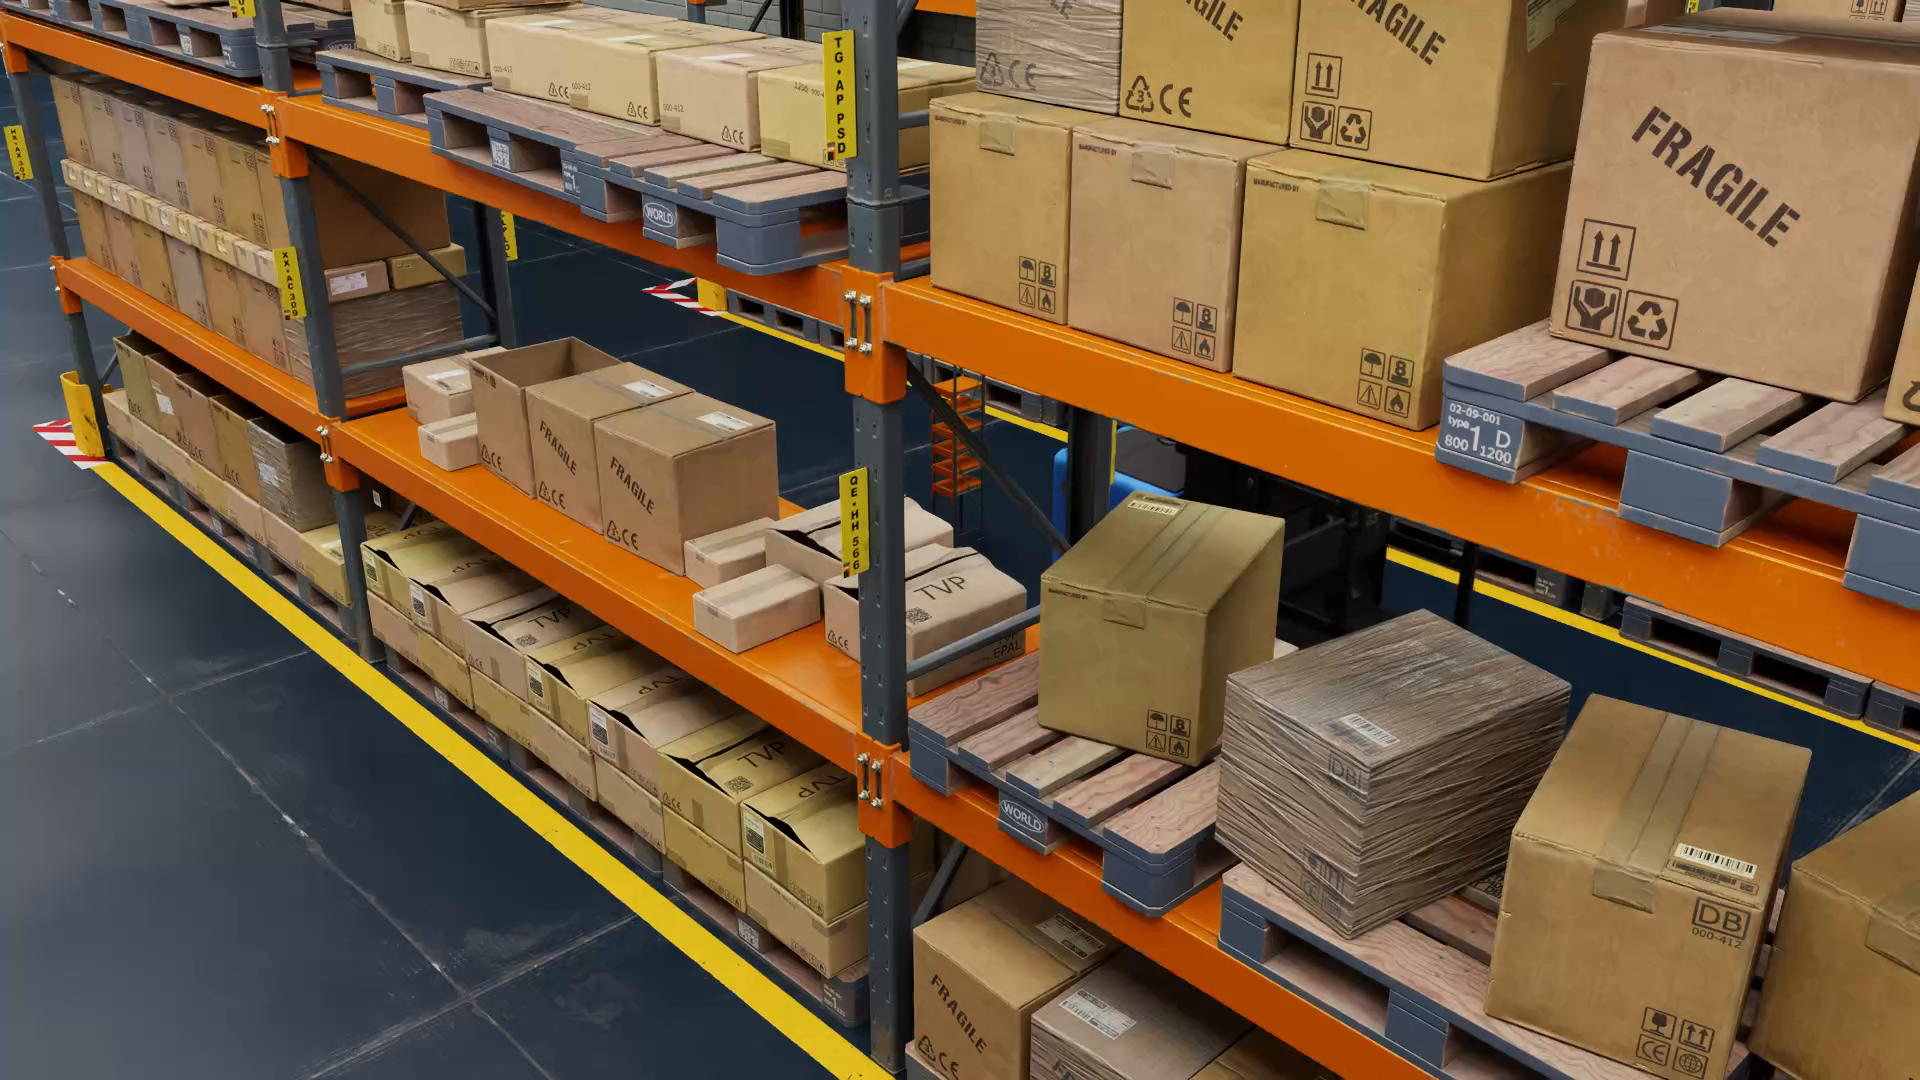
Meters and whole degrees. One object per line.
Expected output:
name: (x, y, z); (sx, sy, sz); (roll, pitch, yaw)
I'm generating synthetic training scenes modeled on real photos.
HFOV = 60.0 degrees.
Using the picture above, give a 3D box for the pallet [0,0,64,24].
pallet: (-4.907, -3.207, 9.658); (1.003, 0.211, 1.213); (-21, 32, -38)

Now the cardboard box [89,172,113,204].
cardboard box: (-4.909, -2.109, 9.857); (0.380, 0.149, 0.250); (-21, 32, -38)

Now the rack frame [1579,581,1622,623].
rack frame: (3.710, -1.086, 8.517); (1.000, 3.000, 0.127); (-21, 32, -38)

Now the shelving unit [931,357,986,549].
shelving unit: (-0.010, -0.550, 9.511); (0.258, 1.200, 0.189); (-21, 32, -38)

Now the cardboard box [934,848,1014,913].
cardboard box: (-0.047, 1.138, 6.449); (0.500, 0.250, 0.500); (-21, 32, -39)

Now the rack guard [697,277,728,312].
rack guard: (-1.706, -2.350, 14.299); (1.175, 0.500, 0.348); (-21, 32, -38)

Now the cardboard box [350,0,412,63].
cardboard box: (-2.224, -2.190, 6.997); (0.500, 0.250, 0.500); (-17, 30, -33)

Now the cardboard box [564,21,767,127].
cardboard box: (-1.009, -1.619, 5.746); (0.500, 0.250, 0.500); (-22, 32, -39)

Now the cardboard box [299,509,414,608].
cardboard box: (-3.114, 0.090, 8.747); (0.500, 0.250, 0.500); (-21, 32, -38)

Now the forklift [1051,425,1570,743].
forklift: (1.805, -0.475, 7.260); (1.130, 2.935, 3.031); (-21, 32, -38)

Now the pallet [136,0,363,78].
pallet: (-3.240, -2.467, 8.037); (1.003, 0.211, 1.213); (-21, 32, -38)

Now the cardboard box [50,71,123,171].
cardboard box: (-5.026, -2.578, 10.104); (0.700, 0.500, 0.500); (-21, 32, -38)

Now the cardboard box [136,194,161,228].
cardboard box: (-4.379, -1.875, 9.343); (0.380, 0.149, 0.250); (-22, 32, -39)

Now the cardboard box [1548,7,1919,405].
cardboard box: (1.626, -0.692, 3.291); (0.600, 0.600, 0.600); (22, 33, 40)

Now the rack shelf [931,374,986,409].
rack shelf: (-0.010, -0.837, 9.380); (0.258, 0.103, 0.180); (-21, 32, -38)

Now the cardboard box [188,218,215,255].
cardboard box: (-3.847, -1.639, 8.827); (0.380, 0.149, 0.250); (-20, 31, -37)

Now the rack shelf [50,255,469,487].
rack shelf: (-4.005, -1.171, 9.569); (1.077, 0.370, 4.000); (-21, 32, -38)

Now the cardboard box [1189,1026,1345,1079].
cardboard box: (0.900, 1.786, 4.702); (0.500, 0.500, 0.500); (-22, 32, -39)

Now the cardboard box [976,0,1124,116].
cardboard box: (0.390, -1.411, 4.290); (0.500, 0.500, 0.500); (-21, 32, -38)

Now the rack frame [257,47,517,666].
rack frame: (-2.638, -0.892, 8.091); (1.000, 3.000, 0.127); (-21, 32, -38)

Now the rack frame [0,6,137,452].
rack frame: (-5.372, -2.104, 10.747); (1.000, 3.000, 0.127); (-21, 32, -38)

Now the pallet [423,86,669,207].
pallet: (-1.199, -1.477, 5.987); (1.003, 0.211, 1.213); (-19, 31, -36)

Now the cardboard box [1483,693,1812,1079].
cardboard box: (1.578, 0.778, 3.805); (0.500, 0.500, 0.700); (15, 28, 29)

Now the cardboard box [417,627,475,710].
cardboard box: (-2.195, 0.516, 7.812); (0.500, 0.250, 0.500); (-20, 31, -37)

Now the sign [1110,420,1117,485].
sign: (0.486, -0.328, 5.554); (0.100, 0.325, 0.005); (-21, 32, -38)

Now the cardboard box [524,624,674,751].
cardboard box: (-1.485, 0.574, 7.009); (0.500, 0.311, 0.500); (-20, 31, -37)

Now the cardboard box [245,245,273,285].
cardboard box: (-3.328, -1.408, 8.321); (0.380, 0.149, 0.250); (-22, 33, -40)

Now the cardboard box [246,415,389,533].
cardboard box: (-3.448, -0.406, 8.930); (0.500, 0.500, 0.500); (-21, 32, -38)

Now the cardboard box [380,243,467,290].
cardboard box: (-2.680, -1.369, 8.235); (0.380, 0.149, 0.250); (-21, 32, -39)

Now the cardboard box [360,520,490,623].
cardboard box: (-2.537, 0.109, 8.029); (0.500, 0.311, 0.500); (-21, 32, -38)

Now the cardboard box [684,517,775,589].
cardboard box: (-0.817, 0.064, 6.299); (0.380, 0.149, 0.250); (-18, 30, -35)

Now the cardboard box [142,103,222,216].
cardboard box: (-3.975, -2.116, 9.092); (0.700, 0.500, 0.500); (-21, 32, -38)

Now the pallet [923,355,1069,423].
pallet: (0.491, -1.223, 12.177); (1.003, 0.211, 1.213); (-21, 32, -38)

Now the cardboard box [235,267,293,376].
cardboard box: (-3.311, -1.228, 8.707); (0.700, 0.500, 0.500); (-22, 32, -39)

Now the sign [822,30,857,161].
sign: (-0.315, -1.161, 4.349); (0.100, 0.325, 0.005); (-21, 32, -38)

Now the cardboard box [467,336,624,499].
cardboard box: (-1.765, -0.540, 7.200); (0.500, 0.500, 0.500); (-19, 30, -35)

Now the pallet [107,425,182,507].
pallet: (-4.818, -0.615, 10.844); (1.003, 0.211, 1.213); (-21, 32, -38)

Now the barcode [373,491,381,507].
barcode: (-2.767, -0.196, 7.891); (0.001, 0.075, 0.075); (-21, 32, -38)

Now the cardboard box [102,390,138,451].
cardboard box: (-5.168, -0.818, 10.736); (0.500, 0.250, 0.500); (-21, 32, -38)

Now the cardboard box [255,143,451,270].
cardboard box: (-2.946, -1.660, 8.092); (0.700, 0.500, 0.500); (-21, 32, -38)

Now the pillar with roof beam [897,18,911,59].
pillar with roof beam: (-3.791, -5.052, 9.981); (9.100, 9.000, 0.400); (-21, 32, -38)

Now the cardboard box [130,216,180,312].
cardboard box: (-4.364, -1.694, 9.730); (0.700, 0.500, 0.500); (-21, 32, -38)

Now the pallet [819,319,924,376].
pallet: (-0.347, -1.593, 12.987); (1.003, 0.211, 1.213); (-21, 32, -38)

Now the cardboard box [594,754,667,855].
cardboard box: (-1.138, 0.981, 6.792); (0.500, 0.250, 0.500); (-20, 31, -37)

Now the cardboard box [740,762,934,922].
cardboard box: (-0.442, 1.036, 5.996); (0.500, 0.311, 0.500); (-20, 31, -37)

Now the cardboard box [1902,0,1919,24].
cardboard box: (4.483, -2.421, 7.177); (0.500, 0.500, 0.700); (22, 32, 39)

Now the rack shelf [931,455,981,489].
rack shelf: (-0.010, -0.401, 9.579); (0.258, 0.103, 0.180); (-21, 32, -38)

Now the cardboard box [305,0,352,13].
cardboard box: (-2.790, -2.784, 7.830); (0.500, 0.500, 0.500); (-18, 30, -34)

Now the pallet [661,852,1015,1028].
pallet: (-0.438, 1.328, 6.584); (1.003, 0.211, 1.213); (-21, 32, -38)

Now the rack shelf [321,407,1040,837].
rack shelf: (-1.271, 0.041, 6.912); (1.077, 0.370, 4.000); (-21, 32, -38)

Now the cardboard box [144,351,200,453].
cardboard box: (-4.473, -0.861, 9.926); (0.500, 0.500, 0.500); (-21, 32, -38)

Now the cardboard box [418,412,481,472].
cardboard box: (-2.181, -0.451, 7.428); (0.380, 0.149, 0.250); (-21, 32, -38)

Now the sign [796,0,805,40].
sign: (-1.339, -4.332, 13.856); (0.100, 0.325, 0.005); (-21, 32, -38)

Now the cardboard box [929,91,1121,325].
cardboard box: (0.419, -0.968, 4.522); (0.910, 0.500, 0.500); (-21, 32, -38)

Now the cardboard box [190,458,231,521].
cardboard box: (-4.144, -0.363, 9.739); (0.500, 0.250, 0.500); (-21, 32, -38)

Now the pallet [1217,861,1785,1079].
pallet: (1.429, 0.995, 4.186); (1.003, 0.211, 1.213); (-21, 32, -38)
